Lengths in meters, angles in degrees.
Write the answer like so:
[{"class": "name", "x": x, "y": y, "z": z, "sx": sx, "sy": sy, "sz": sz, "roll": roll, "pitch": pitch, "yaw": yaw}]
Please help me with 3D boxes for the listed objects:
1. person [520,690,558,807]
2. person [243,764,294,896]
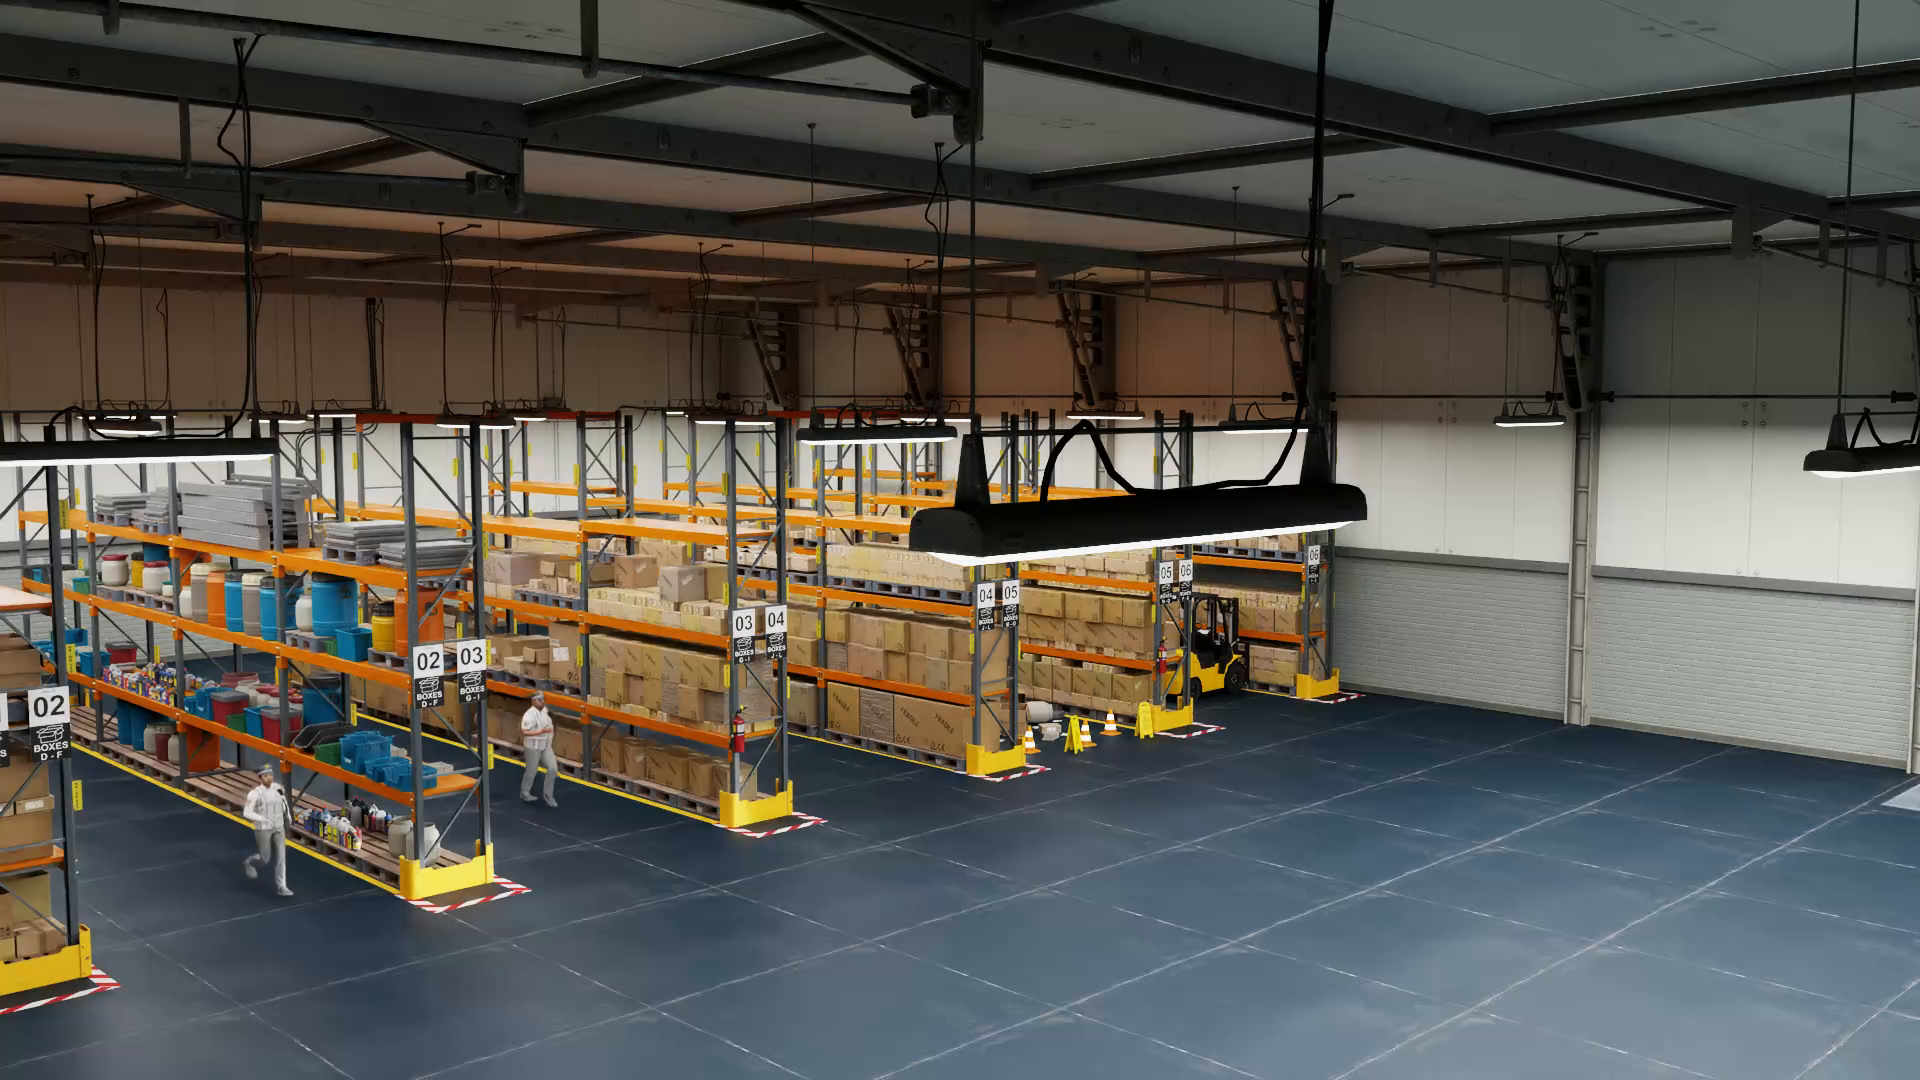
[{"class": "person", "x": -6.501, "y": 3.225, "z": 25.699, "sx": 0.740, "sy": 1.843, "sz": 0.651, "roll": 3, "pitch": 6, "yaw": 34}, {"class": "person", "x": -8.764, "y": 3.658, "z": 21.141, "sx": 0.949, "sy": 1.656, "sz": 0.630, "roll": 4, "pitch": 6, "yaw": 40}]
